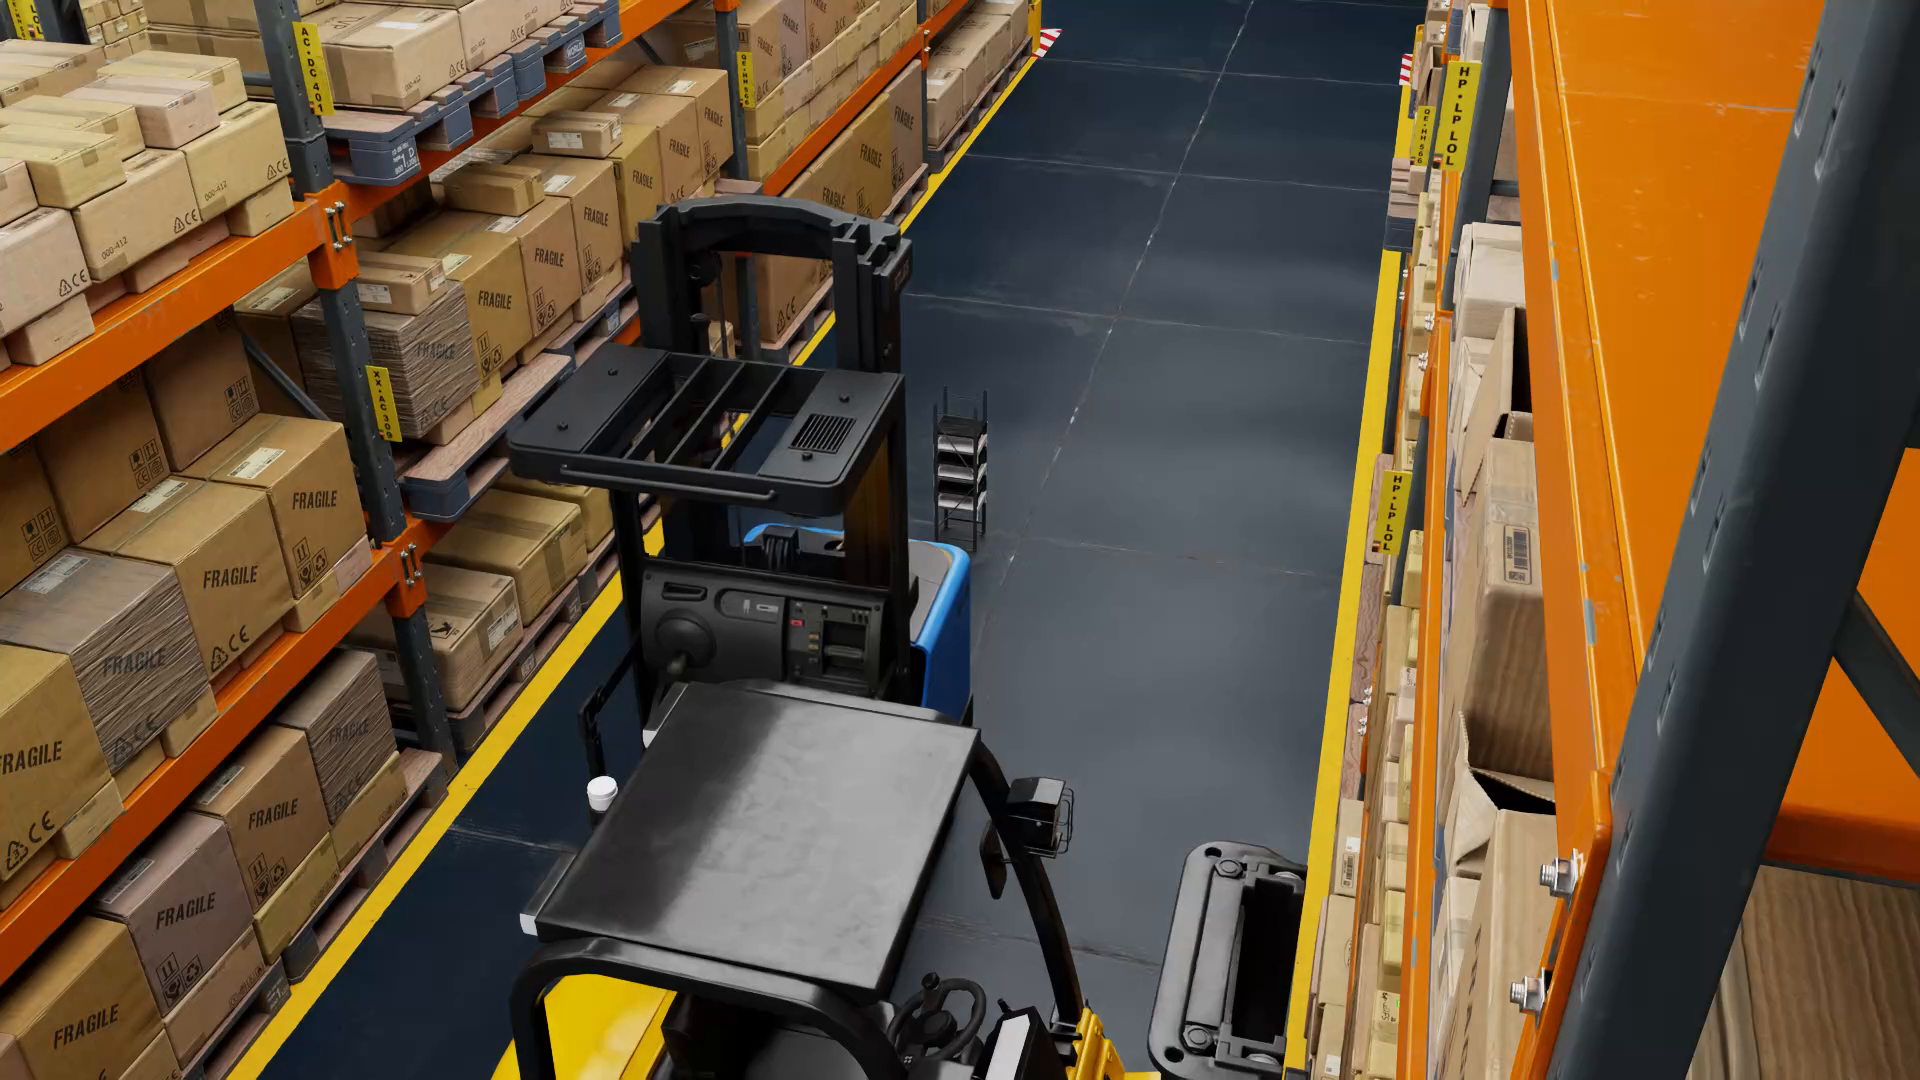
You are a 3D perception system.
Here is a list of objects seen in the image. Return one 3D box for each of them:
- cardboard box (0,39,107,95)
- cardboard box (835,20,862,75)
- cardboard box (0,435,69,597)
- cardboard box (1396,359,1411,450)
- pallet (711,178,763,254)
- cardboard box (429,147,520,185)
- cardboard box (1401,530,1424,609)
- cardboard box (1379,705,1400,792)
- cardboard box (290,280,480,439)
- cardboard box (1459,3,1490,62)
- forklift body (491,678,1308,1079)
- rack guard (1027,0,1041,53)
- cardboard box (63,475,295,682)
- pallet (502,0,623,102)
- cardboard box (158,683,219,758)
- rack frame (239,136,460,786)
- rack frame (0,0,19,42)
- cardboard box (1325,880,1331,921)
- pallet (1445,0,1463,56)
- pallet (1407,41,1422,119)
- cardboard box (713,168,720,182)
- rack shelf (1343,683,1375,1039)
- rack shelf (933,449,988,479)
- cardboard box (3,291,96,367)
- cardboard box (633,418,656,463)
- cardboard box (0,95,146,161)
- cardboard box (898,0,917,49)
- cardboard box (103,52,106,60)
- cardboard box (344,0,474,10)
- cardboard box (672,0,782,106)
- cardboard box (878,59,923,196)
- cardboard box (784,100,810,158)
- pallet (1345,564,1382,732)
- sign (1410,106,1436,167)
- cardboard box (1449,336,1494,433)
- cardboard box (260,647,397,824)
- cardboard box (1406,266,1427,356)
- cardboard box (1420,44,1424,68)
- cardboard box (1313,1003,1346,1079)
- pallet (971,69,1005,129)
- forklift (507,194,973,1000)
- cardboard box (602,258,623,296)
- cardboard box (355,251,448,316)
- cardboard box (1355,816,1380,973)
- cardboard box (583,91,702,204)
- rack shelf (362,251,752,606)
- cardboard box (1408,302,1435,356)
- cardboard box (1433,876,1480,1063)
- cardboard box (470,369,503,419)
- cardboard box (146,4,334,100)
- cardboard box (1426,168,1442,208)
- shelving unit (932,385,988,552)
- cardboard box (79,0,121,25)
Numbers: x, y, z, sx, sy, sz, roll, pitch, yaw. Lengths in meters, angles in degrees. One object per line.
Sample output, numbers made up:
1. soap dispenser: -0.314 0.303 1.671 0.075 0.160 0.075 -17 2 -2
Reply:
1. cardboard box: -3.197 -1.617 5.763 0.380 0.149 0.250 7 33 12
2. cardboard box: -1.007 -3.479 11.671 0.500 0.250 0.500 9 33 13
3. cardboard box: -3.428 -0.112 5.398 0.700 0.500 0.500 7 33 11
4. cardboard box: 2.277 -0.584 7.583 0.500 0.250 0.500 9 34 14
5. pallet: -1.864 -1.851 9.614 1.213 0.211 1.003 8 33 12
6. cardboard box: -2.513 -1.652 8.361 0.500 0.500 0.500 7 33 11
7. cardboard box: 1.633 0.117 5.364 0.380 0.149 0.250 9 33 13
8. cardboard box: 1.427 0.639 4.821 0.380 0.149 0.250 9 33 13
9. cardboard box: -2.405 -0.789 7.004 0.500 0.500 0.500 9 33 14
10. cardboard box: 2.143 -1.821 6.191 0.500 0.311 0.500 7 33 11
11. forklift body: -0.298 1.635 4.743 2.313 2.155 1.214 8 33 12
12. rack guard: 0.250 -5.425 17.387 1.175 0.500 0.348 8 33 12
13. cardboard box: -2.798 0.125 5.957 0.500 0.500 0.500 9 34 14
14. pallet: -2.282 -2.271 7.476 1.213 0.211 1.003 8 33 12
15. cardboard box: -2.843 0.602 5.811 0.380 0.149 0.250 8 33 12
16. rack frame: -2.802 -0.240 6.902 1.000 3.000 0.127 8 33 12
17. rack frame: -6.600 -2.937 11.144 1.000 3.000 0.127 8 33 12
18. cardboard box: 1.579 1.415 6.004 0.500 0.250 0.500 8 33 12
19. pallet: 2.930 -2.464 7.780 1.213 0.211 1.003 10 34 15
20. pallet: 3.722 -3.237 11.794 1.003 0.211 1.213 8 33 12
21. cardboard box: -1.642 -2.185 9.803 0.380 0.149 0.250 9 34 14
22. rack shelf: 1.493 1.775 4.402 1.077 0.370 4.000 8 33 12
23. rack shelf: 0.002 -0.432 9.055 0.258 0.077 0.200 8 33 12
24. cardboard box: -2.862 -0.663 5.004 0.380 0.149 0.250 9 34 14
25. cardboard box: -2.119 -0.708 9.696 0.950 0.372 0.625 7 33 11
26. cardboard box: -2.815 -1.274 5.223 0.380 0.149 0.250 9 33 14
27. cardboard box: -0.642 -4.061 13.052 0.500 0.250 0.500 7 33 11
28. cardboard box: -6.223 -3.352 11.640 0.380 0.149 0.250 10 34 15
29. cardboard box: -2.149 -2.340 6.690 0.500 0.250 0.500 7 33 11
30. cardboard box: -1.425 -3.003 10.222 0.500 0.500 0.500 7 33 11
31. cardboard box: -0.851 -3.339 13.366 0.875 0.875 0.875 9 34 14
32. cardboard box: -1.306 -2.741 10.975 0.500 0.250 0.500 7 33 11
33. pallet: 2.457 0.588 8.198 1.003 0.211 1.213 8 33 12
34. sign: 2.488 -2.166 8.926 0.100 0.325 0.005 8 33 12
35. cardboard box: 1.398 -0.355 4.036 0.380 0.149 0.250 9 34 14
36. cardboard box: -2.692 0.770 6.785 0.500 0.500 0.500 8 33 12
37. cardboard box: 2.388 -1.064 7.871 0.500 0.250 0.500 7 33 11
38. cardboard box: 3.307 -3.169 11.243 0.396 0.266 0.258 10 34 15
39. cardboard box: 1.319 1.727 5.047 0.500 0.250 0.500 9 34 14
40. pallet: -0.195 -4.234 15.783 1.003 0.211 1.213 8 33 12
41. forklift: -0.781 0.403 5.953 1.130 2.935 3.031 7 33 11
42. cardboard box: -1.959 -1.370 8.522 0.380 0.149 0.250 7 33 11
43. cardboard box: -2.340 -1.055 6.816 0.380 0.149 0.250 8 33 12
44. cardboard box: 1.392 1.122 4.666 0.500 0.500 0.500 8 33 12
45. cardboard box: -1.754 -2.117 9.092 0.500 0.500 0.500 7 33 12
46. rack shelf: -2.294 -0.974 8.727 1.077 0.370 4.000 8 33 12
47. cardboard box: 2.160 -0.905 7.249 0.380 0.149 0.250 7 33 11
48. cardboard box: 0.902 0.659 2.441 0.380 0.149 0.250 7 33 11
49. cardboard box: -2.284 -0.683 7.442 0.380 0.149 0.250 9 33 13
50. cardboard box: -2.794 -1.943 6.532 0.500 0.250 0.500 7 33 11
51. cardboard box: 2.650 -1.833 8.709 0.380 0.149 0.250 9 34 14
52. shelving unit: 0.002 -0.384 9.085 0.258 0.900 0.210 8 33 12
53. cardboard box: -6.163 -3.740 11.694 0.380 0.149 0.250 8 33 12
